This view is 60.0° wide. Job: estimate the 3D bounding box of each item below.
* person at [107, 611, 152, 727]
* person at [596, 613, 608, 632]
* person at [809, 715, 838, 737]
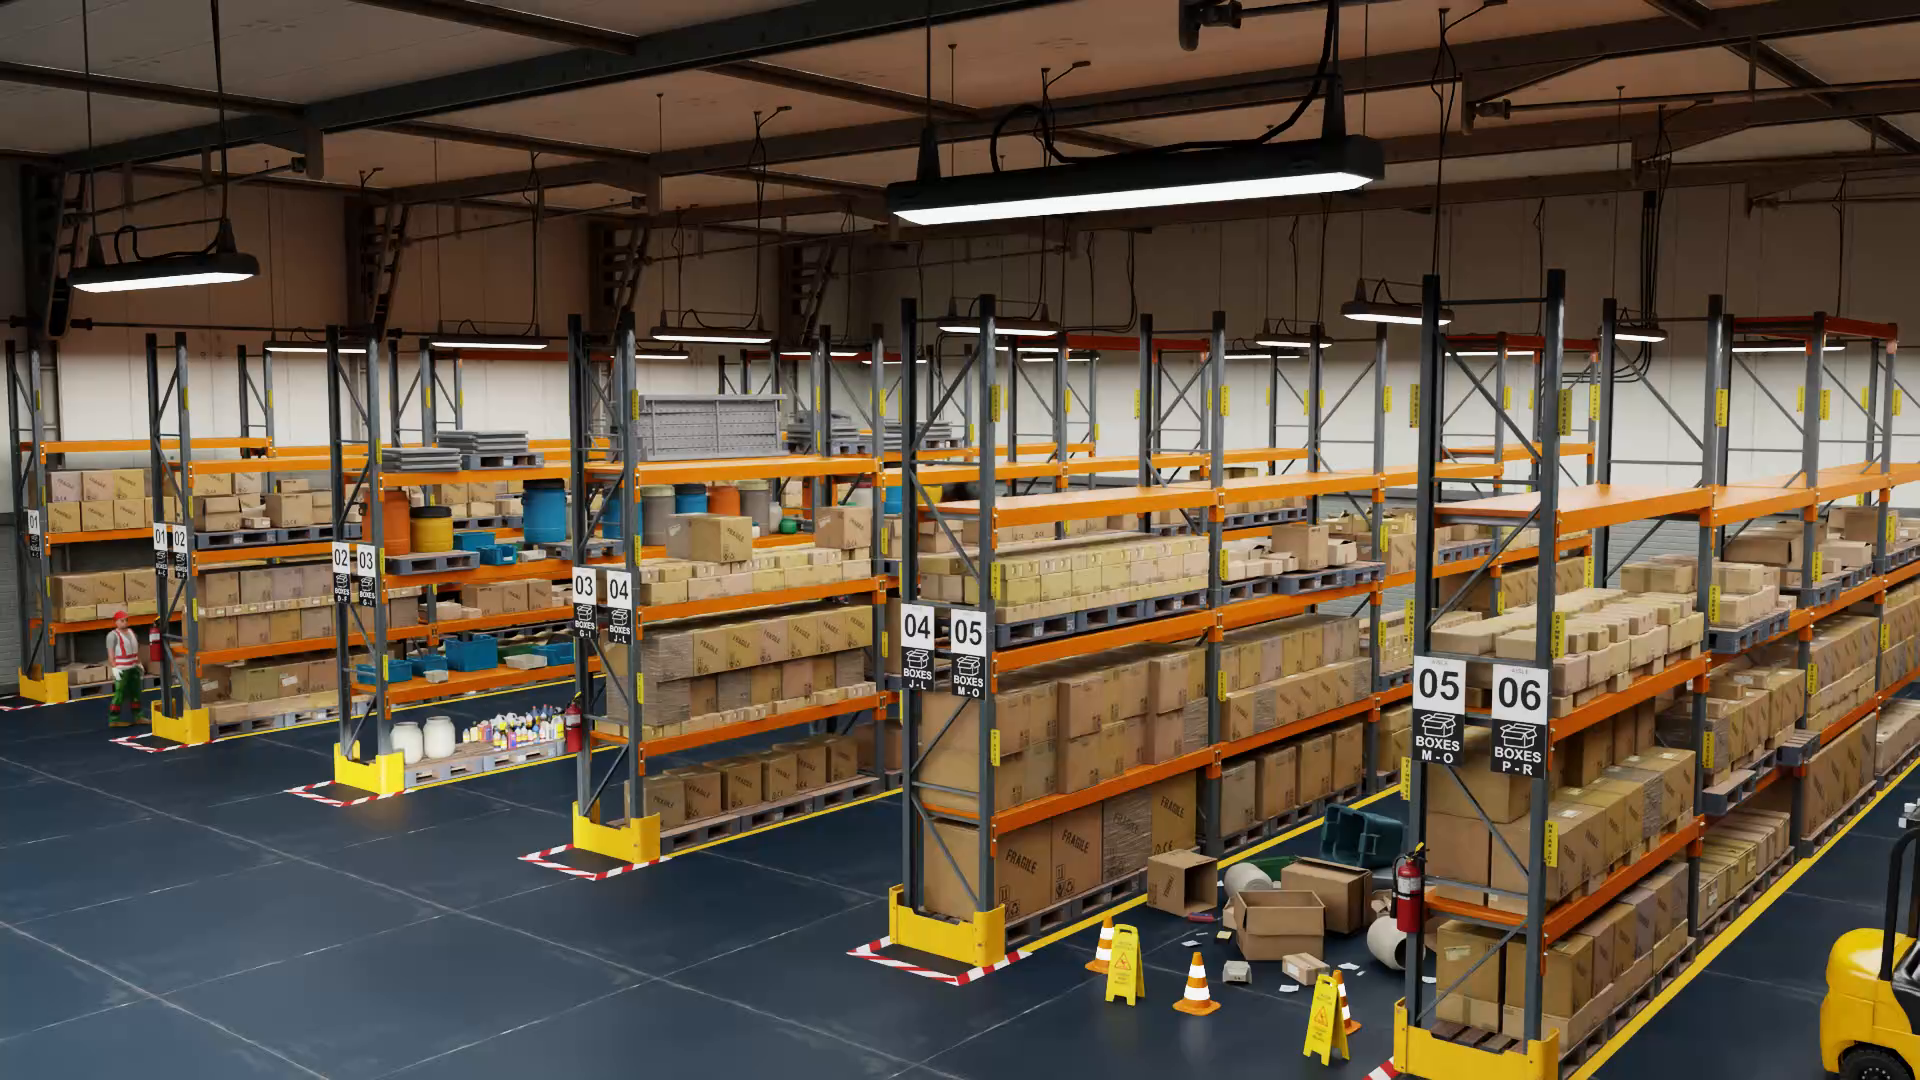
[{"bbox_3d":[-12.784,1.978,25.608,0.555,1.787,0.568,0,5,3],"label":"person"},{"bbox_3d":[-7.035,1.372,33.237,0.591,1.722,0.707,5,7,42],"label":"person"},{"bbox_3d":[-1.947,1.946,23.127,0.625,1.802,0.387,-3,6,-32],"label":"person"}]
